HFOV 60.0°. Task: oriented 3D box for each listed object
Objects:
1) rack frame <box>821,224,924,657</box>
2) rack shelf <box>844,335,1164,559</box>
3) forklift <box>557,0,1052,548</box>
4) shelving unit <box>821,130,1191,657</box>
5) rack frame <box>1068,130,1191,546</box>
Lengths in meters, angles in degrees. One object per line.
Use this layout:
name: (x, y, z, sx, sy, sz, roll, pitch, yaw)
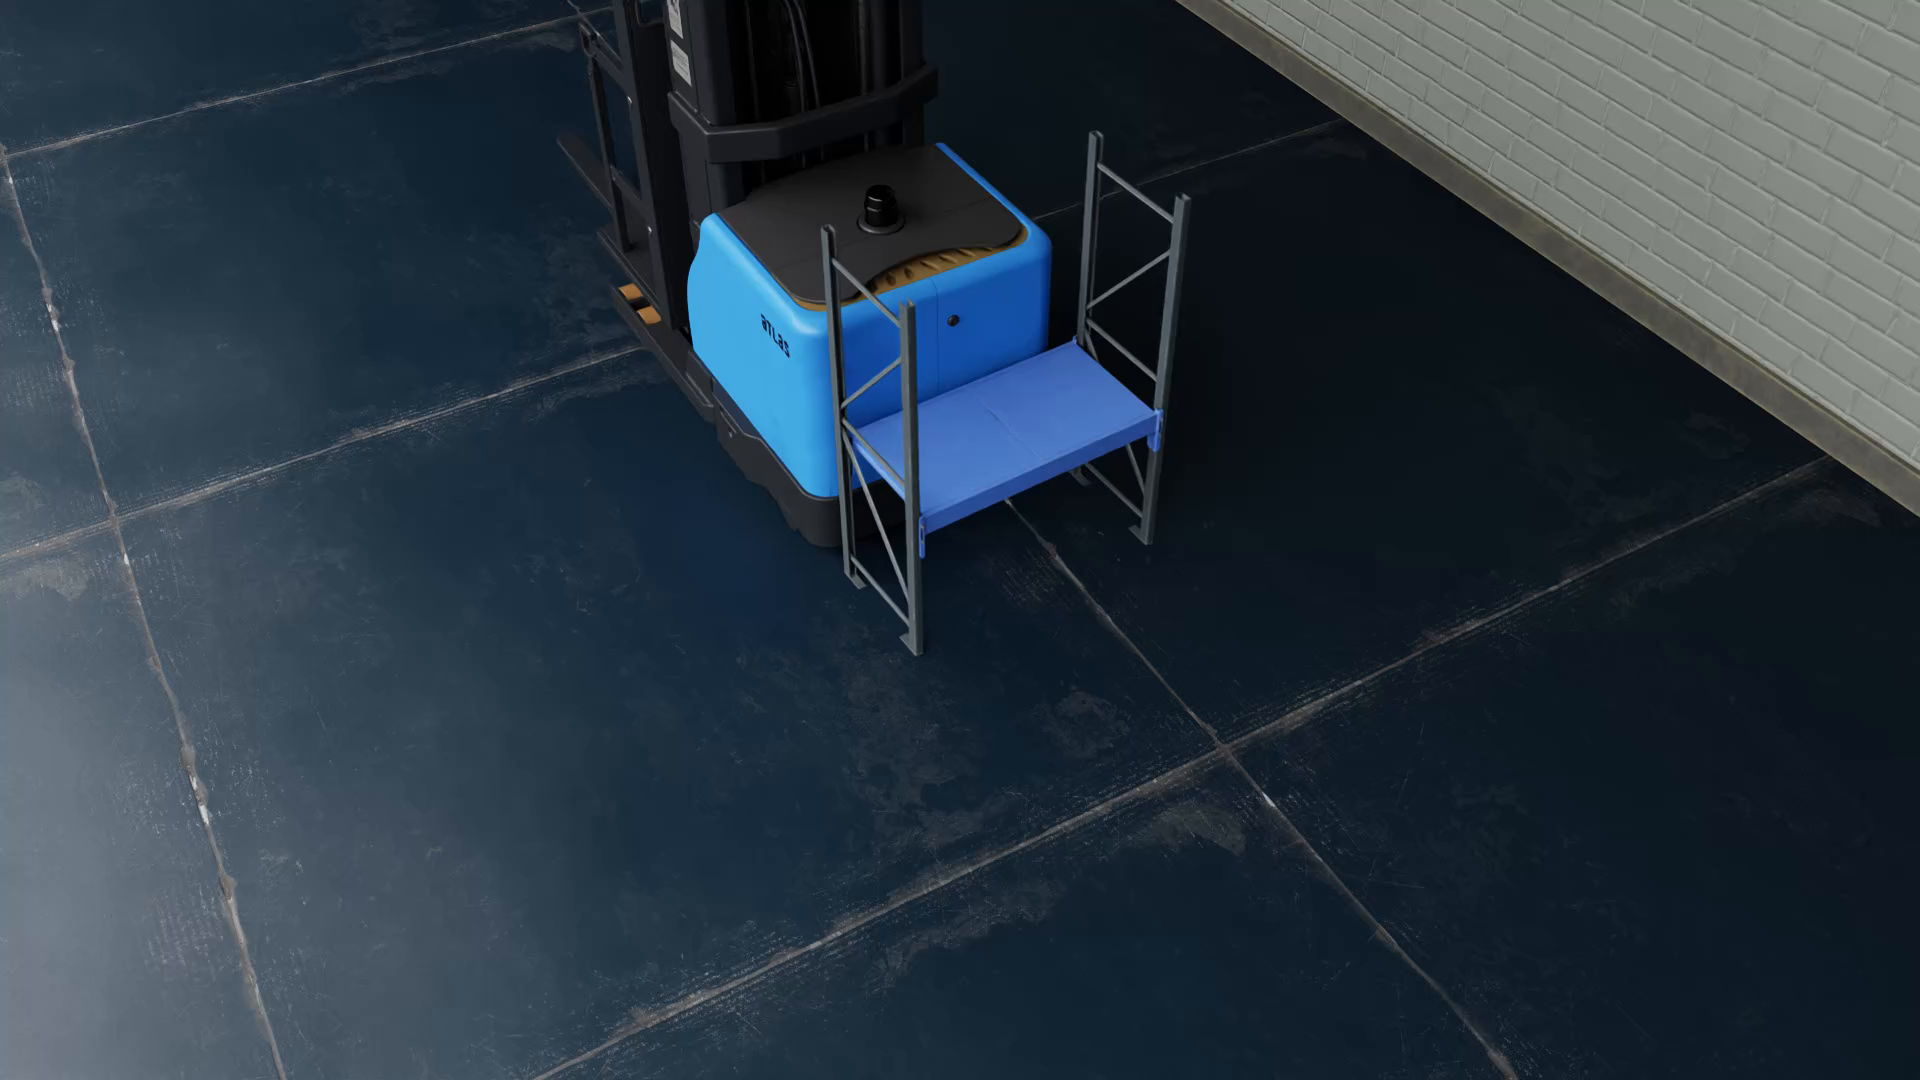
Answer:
rack frame: (-0.277, -0.279, 5.460, 0.032, 1.500, 0.500, -24, 49, -23)
rack shelf: (0.149, -0.343, 5.785, 1.000, 0.185, 0.538, -24, 49, -23)
forklift: (-0.850, -2.034, 6.242, 1.130, 2.935, 3.031, -23, 49, -22)
shelving unit: (0.149, -0.472, 5.660, 1.048, 1.500, 0.538, -24, 49, -23)
rack frame: (0.574, -0.666, 5.859, 0.032, 1.500, 0.500, -24, 49, -23)
